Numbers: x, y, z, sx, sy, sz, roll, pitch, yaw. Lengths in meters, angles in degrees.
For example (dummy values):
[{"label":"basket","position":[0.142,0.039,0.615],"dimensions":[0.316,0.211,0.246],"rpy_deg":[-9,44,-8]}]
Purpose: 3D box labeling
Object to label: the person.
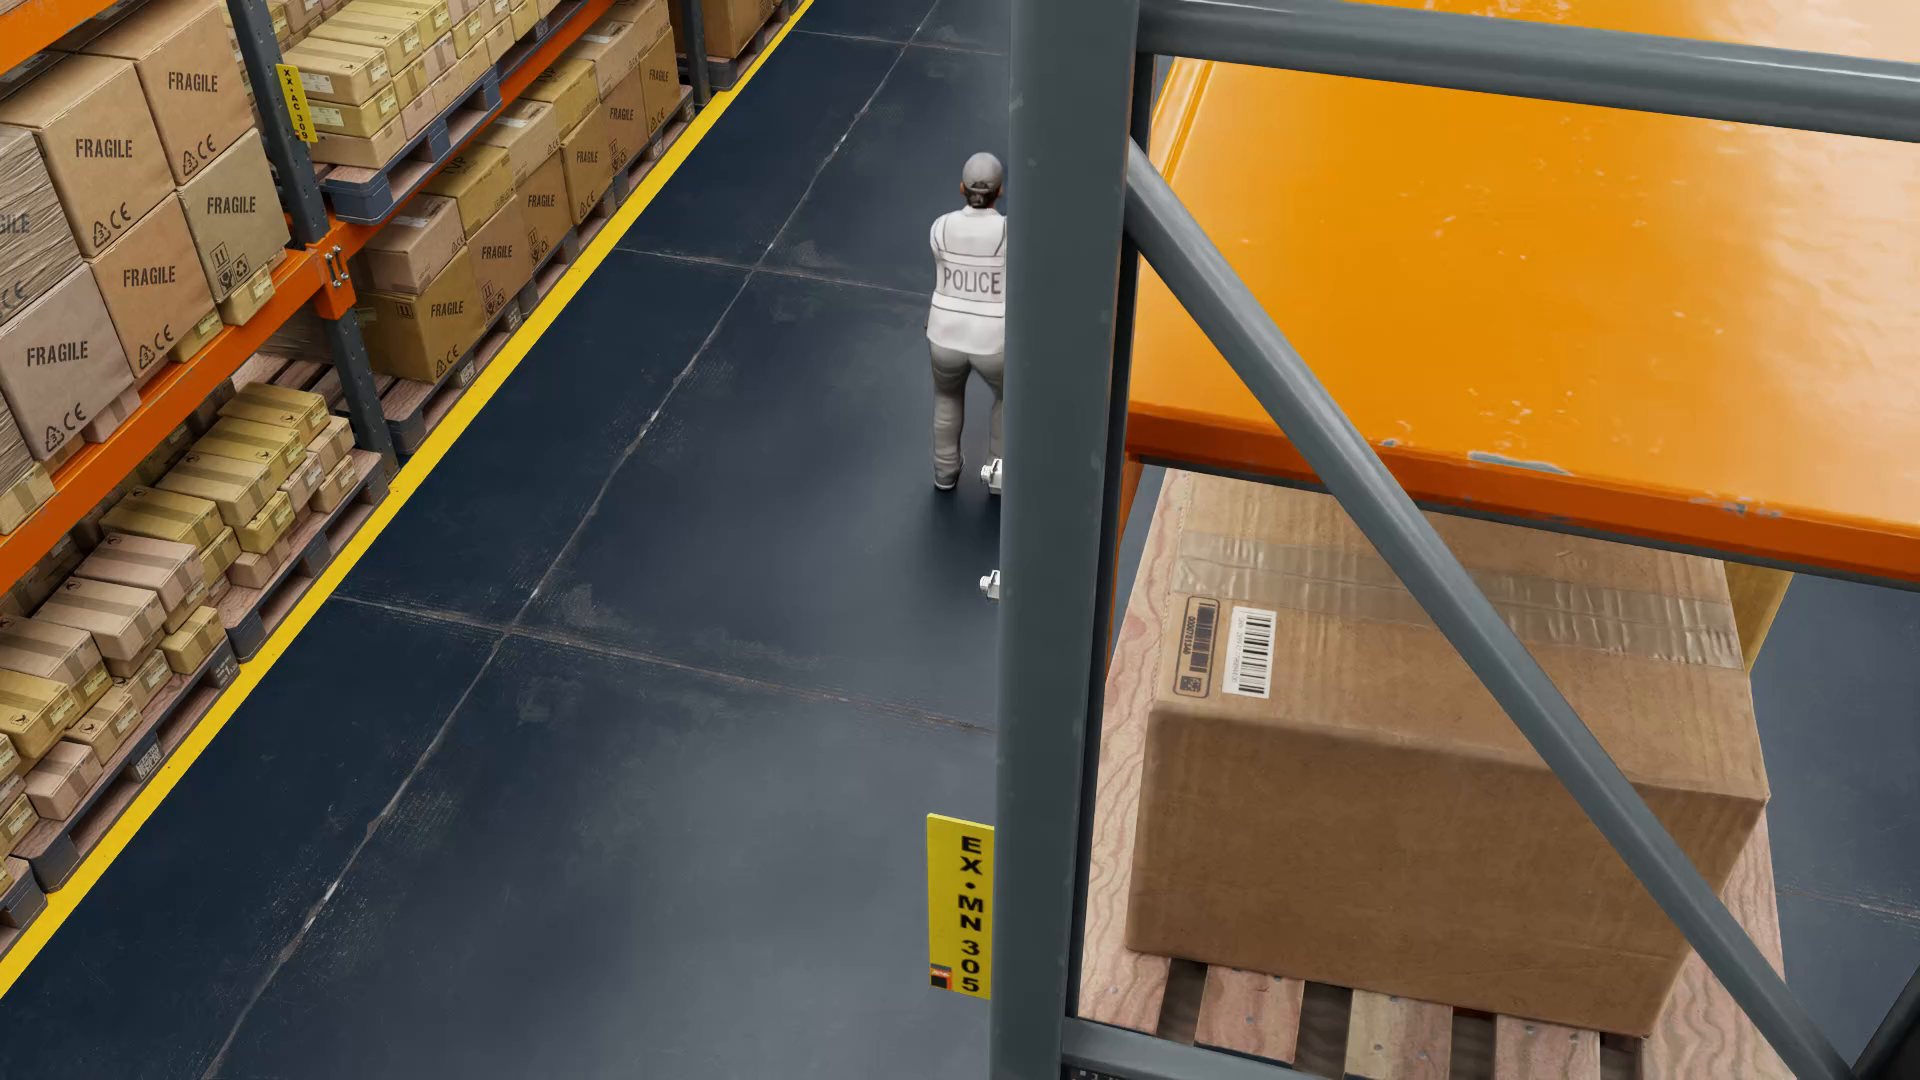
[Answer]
[{"label":"person","position":[0.087,-0.937,7.418],"dimensions":[0.452,1.638,0.581],"rpy_deg":[9,42,10]}]
